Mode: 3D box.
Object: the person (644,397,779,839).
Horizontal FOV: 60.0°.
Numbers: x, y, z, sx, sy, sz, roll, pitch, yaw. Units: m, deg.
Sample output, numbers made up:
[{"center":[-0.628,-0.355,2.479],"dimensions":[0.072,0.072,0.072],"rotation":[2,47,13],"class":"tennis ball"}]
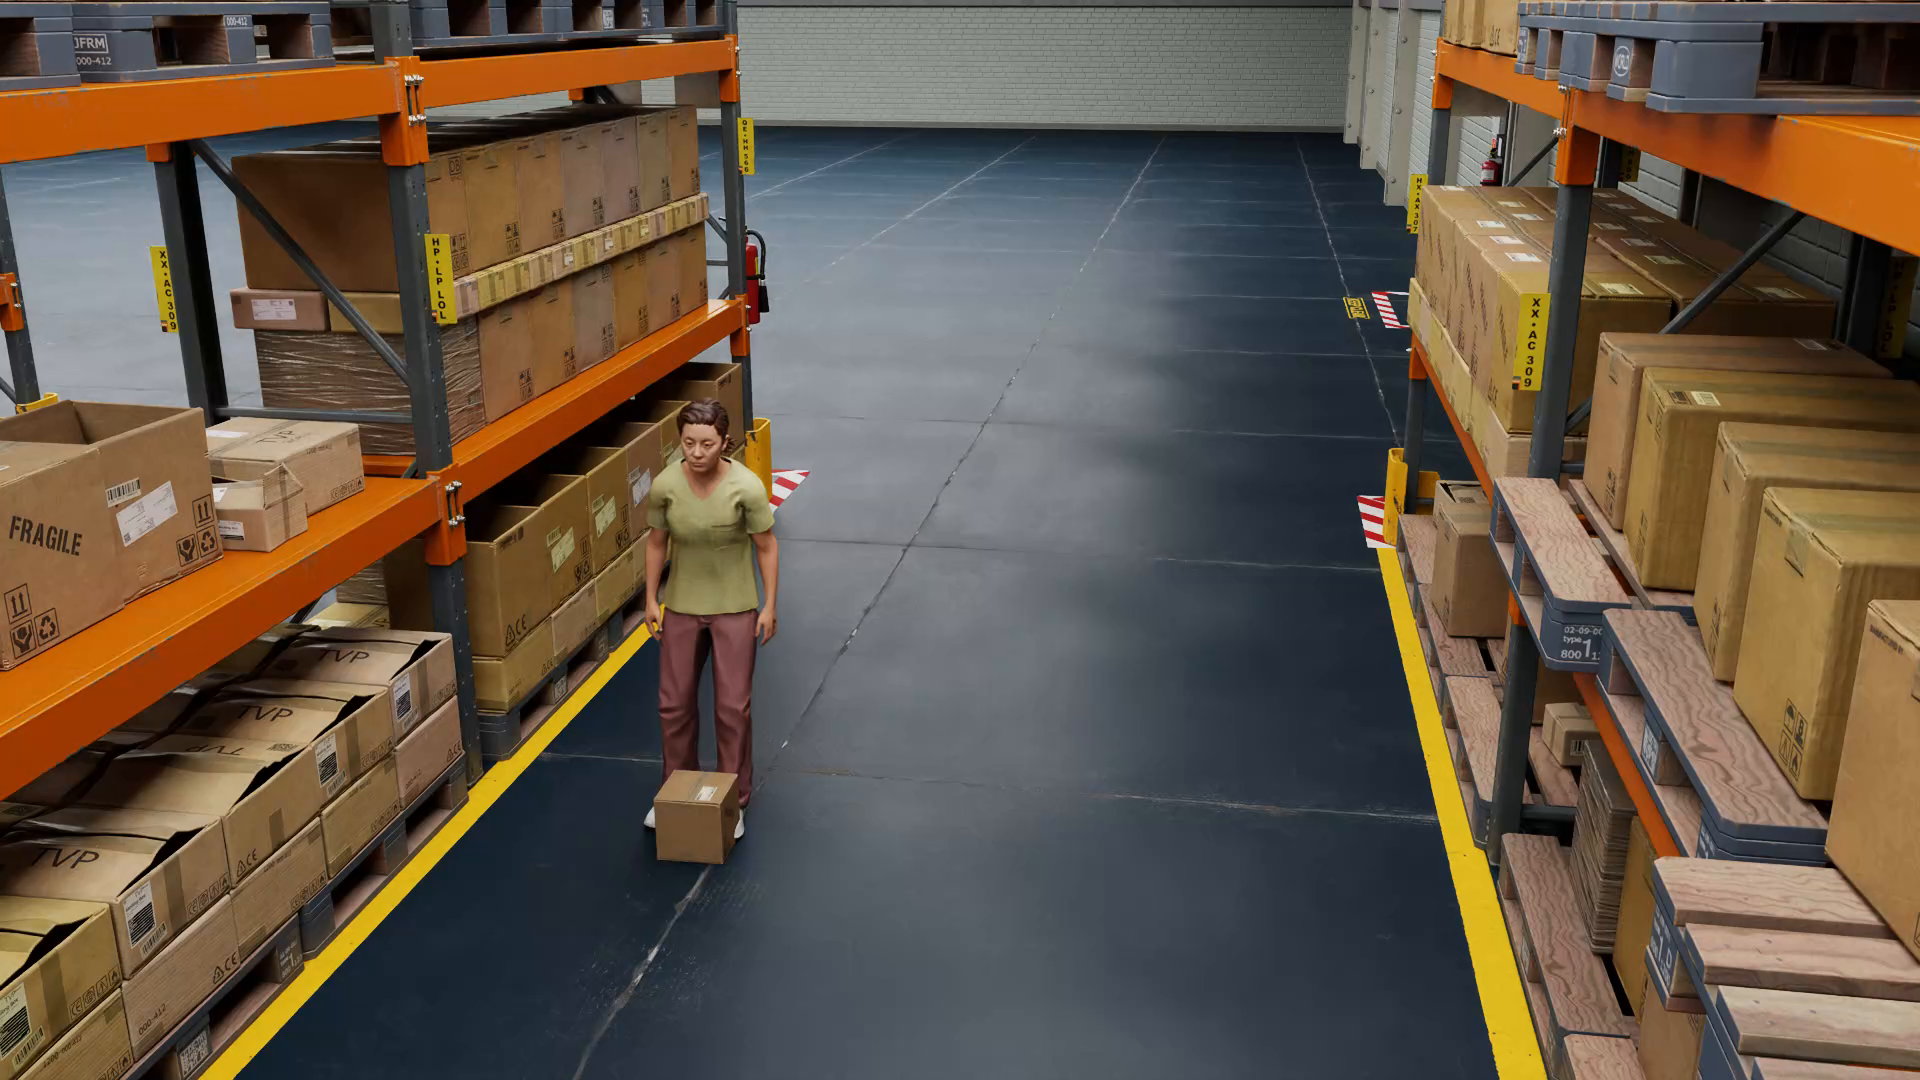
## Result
[{"center":[-0.940,0.285,6.178],"dimensions":[0.521,1.671,0.415],"rotation":[2,18,5],"class":"person"}]
